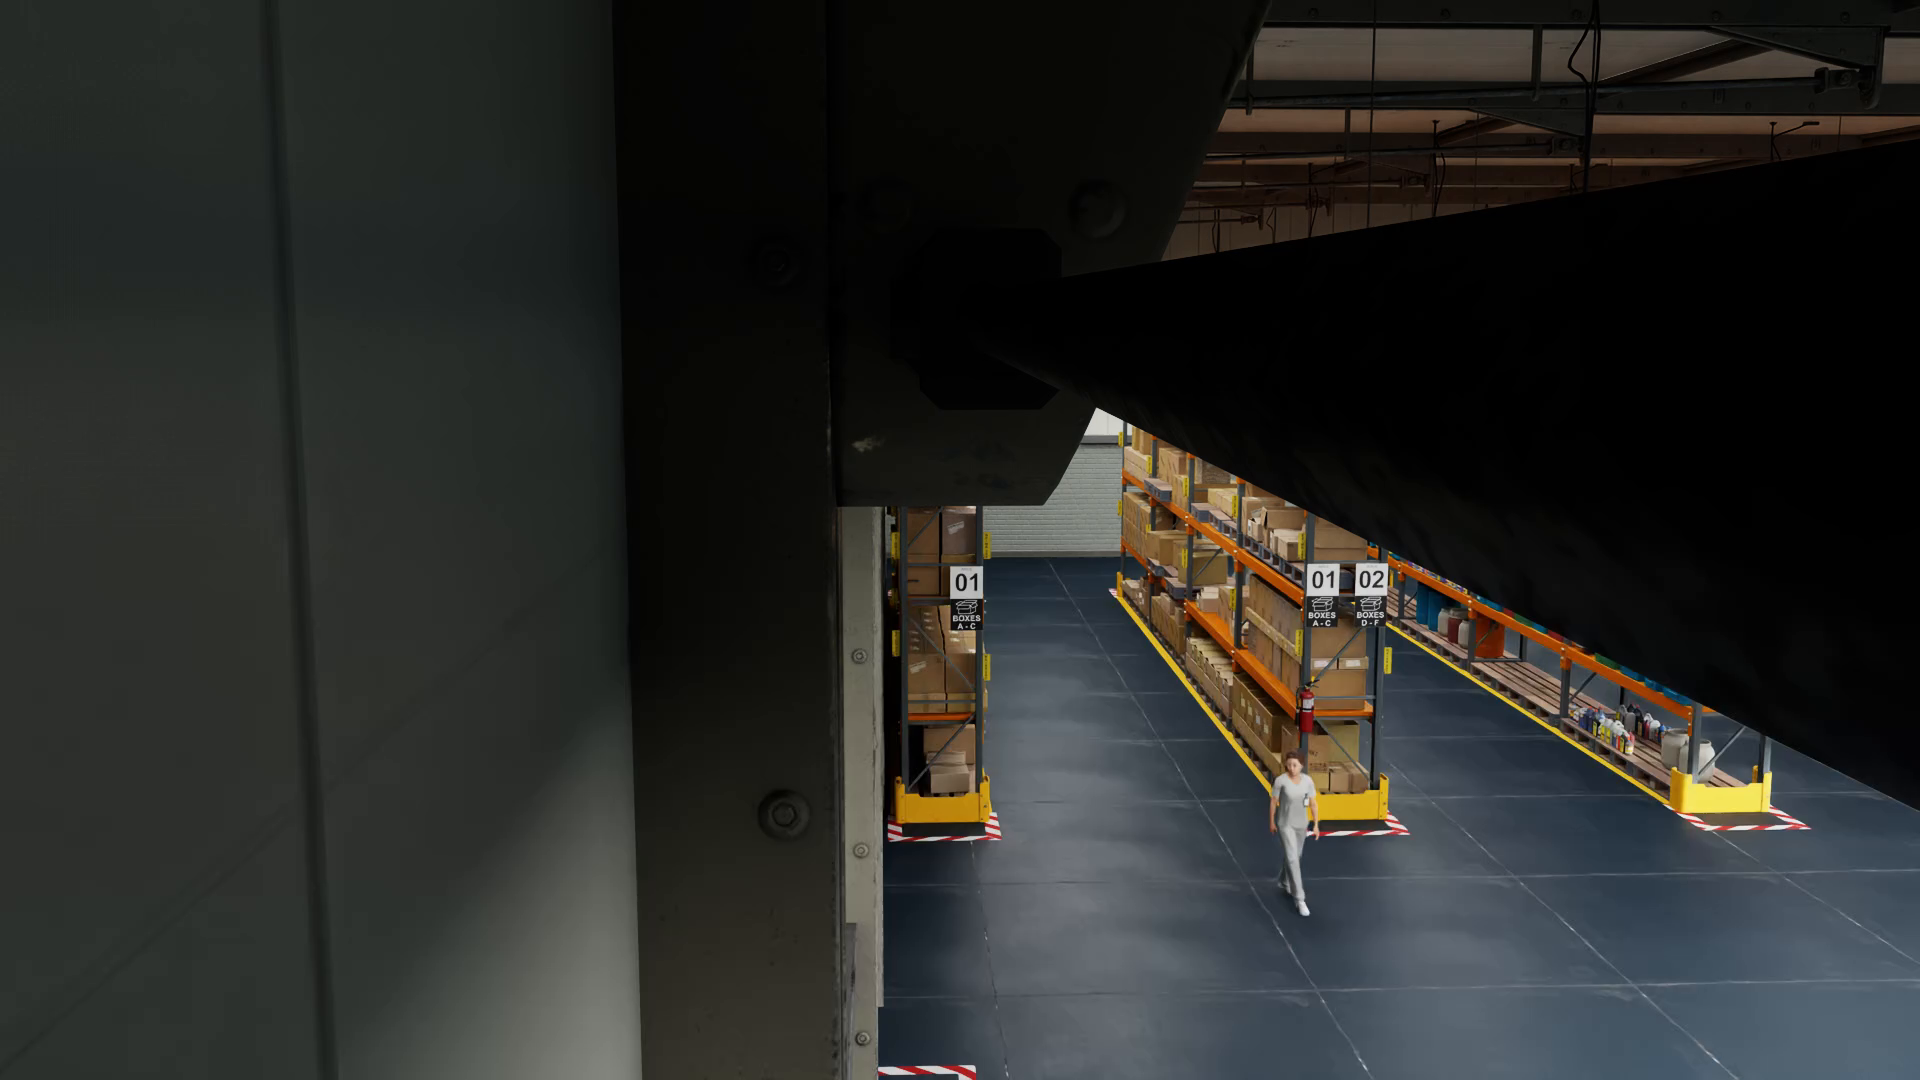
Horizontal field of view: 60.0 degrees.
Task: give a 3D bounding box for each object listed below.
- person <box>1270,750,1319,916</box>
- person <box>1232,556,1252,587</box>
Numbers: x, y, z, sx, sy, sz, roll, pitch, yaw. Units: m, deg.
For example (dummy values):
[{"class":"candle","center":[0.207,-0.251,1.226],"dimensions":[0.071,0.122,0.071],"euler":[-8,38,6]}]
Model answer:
[{"class":"person","center":[3.553,3.042,17.604],"dimensions":[0.469,1.649,0.869],"euler":[-2,8,-12]},{"class":"person","center":[6.227,0.392,36.564],"dimensions":[0.597,1.683,0.519],"euler":[-2,8,-14]}]
